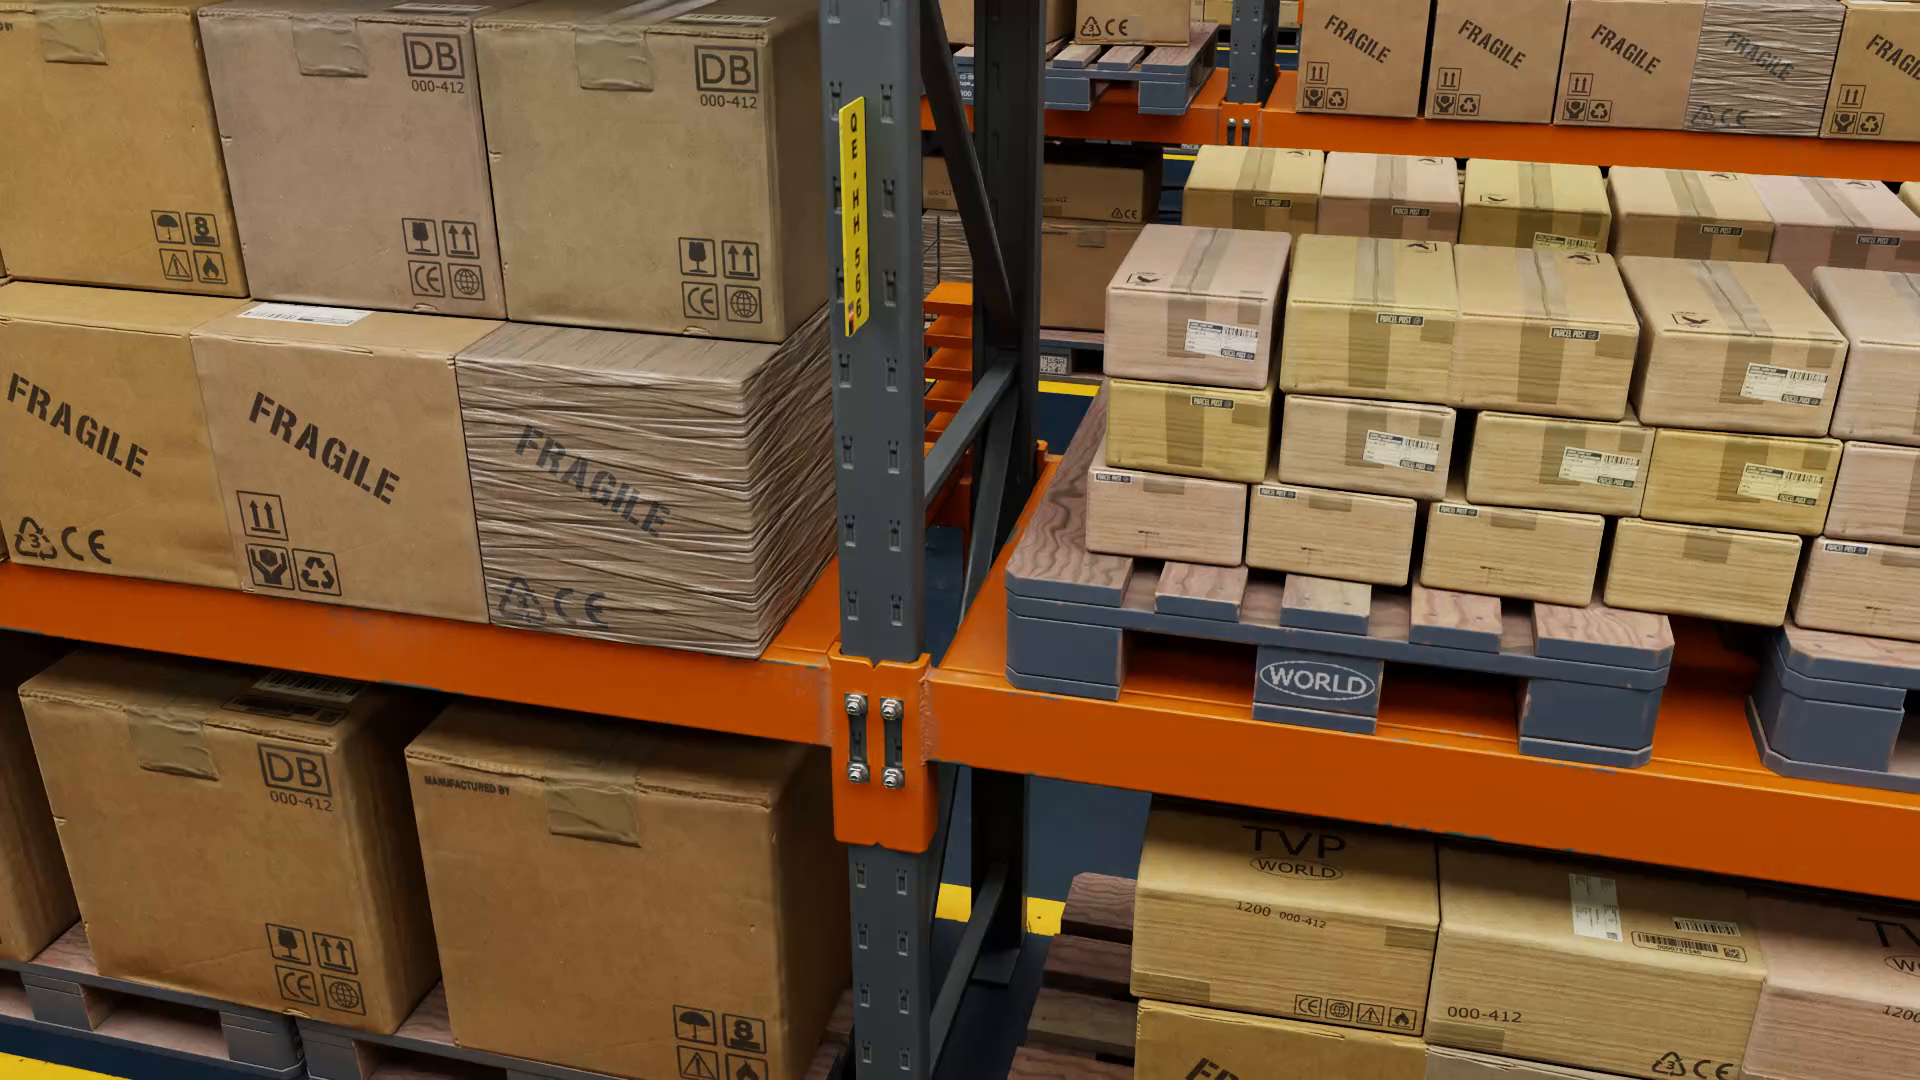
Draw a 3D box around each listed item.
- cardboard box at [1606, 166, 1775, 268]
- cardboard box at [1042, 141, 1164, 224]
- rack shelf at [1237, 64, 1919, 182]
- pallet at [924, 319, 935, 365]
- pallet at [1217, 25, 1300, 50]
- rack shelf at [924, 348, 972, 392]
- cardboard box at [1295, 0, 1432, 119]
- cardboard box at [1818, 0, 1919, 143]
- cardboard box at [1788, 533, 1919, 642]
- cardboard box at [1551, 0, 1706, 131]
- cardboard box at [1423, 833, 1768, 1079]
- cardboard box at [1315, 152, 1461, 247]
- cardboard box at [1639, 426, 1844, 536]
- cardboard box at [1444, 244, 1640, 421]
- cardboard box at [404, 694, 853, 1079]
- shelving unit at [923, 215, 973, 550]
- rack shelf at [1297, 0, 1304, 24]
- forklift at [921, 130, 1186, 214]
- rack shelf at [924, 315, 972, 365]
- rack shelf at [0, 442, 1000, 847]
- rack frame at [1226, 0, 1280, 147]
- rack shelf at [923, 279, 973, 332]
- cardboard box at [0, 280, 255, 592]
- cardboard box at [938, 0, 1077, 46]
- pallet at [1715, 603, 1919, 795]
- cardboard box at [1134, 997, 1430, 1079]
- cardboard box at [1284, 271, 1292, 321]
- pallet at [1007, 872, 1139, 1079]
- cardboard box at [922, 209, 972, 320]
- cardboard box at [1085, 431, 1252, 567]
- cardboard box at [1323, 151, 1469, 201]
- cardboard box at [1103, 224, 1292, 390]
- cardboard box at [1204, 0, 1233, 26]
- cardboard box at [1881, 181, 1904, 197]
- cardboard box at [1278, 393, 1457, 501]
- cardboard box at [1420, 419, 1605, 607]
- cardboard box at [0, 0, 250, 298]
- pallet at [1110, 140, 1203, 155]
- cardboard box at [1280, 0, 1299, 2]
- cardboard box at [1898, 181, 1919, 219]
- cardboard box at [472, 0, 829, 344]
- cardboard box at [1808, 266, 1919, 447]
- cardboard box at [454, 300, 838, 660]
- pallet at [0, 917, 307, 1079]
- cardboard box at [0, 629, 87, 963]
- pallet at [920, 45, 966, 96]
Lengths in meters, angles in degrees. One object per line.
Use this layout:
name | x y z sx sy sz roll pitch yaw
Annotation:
cardboard box | 1.329 -0.569 3.067 0.250 0.149 0.380 7 26 15
cardboard box | 0.662 -1.691 7.835 0.500 0.250 0.500 7 26 15
rack shelf | 3.255 -1.684 7.134 4.000 0.370 1.077 6 26 13
pallet | -0.616 -1.179 8.482 1.213 0.211 1.003 6 26 13
pallet | 3.001 -5.192 16.909 1.213 0.211 1.003 6 26 13
rack shelf | -0.014 -0.612 5.963 0.180 0.103 0.258 6 26 13
cardboard box | 1.721 -2.102 7.060 0.500 0.500 0.500 7 26 15
cardboard box | 3.686 -1.885 6.603 0.500 0.500 0.500 6 26 12
cardboard box | 1.409 0.000 2.563 0.250 0.149 0.380 7 26 15
cardboard box | 2.718 -1.995 6.834 0.500 0.500 0.500 6 26 12
cardboard box | 1.083 0.661 2.920 0.500 0.250 0.500 6 26 12
cardboard box | 0.816 -0.624 3.183 0.250 0.149 0.380 6 26 12
cardboard box | 1.170 -0.161 2.557 0.250 0.149 0.380 6 26 13
cardboard box | 0.881 -0.327 2.560 0.250 0.149 0.380 6 26 13
cardboard box | -0.583 0.555 3.723 0.750 0.750 1.050 6 26 12
shelving unit | -0.014 -0.543 5.995 0.189 1.200 0.258 6 26 13
rack shelf | 0.614 -4.174 12.365 4.000 0.370 1.077 6 26 13
forklift | -0.016 -3.363 9.903 3.031 2.935 1.130 7 26 14
rack shelf | -0.014 -0.720 5.911 0.180 0.103 0.258 6 26 13
rack shelf | -1.952 -0.058 3.719 4.000 0.370 1.077 6 26 13
rack frame | 1.318 -2.223 7.429 0.127 3.000 1.000 6 26 13
rack shelf | -0.014 -0.828 5.860 0.180 0.103 0.258 6 26 13
cardboard box | -1.485 -0.258 3.185 0.500 0.500 0.500 6 26 12
cardboard box | 0.219 -2.517 7.442 0.500 0.500 0.700 10 27 21
pallet | 1.912 0.113 2.746 1.213 0.211 1.003 6 26 13
cardboard box | 0.606 0.952 3.180 0.500 0.500 0.500 5 26 11
cardboard box | 0.577 -0.516 3.301 0.250 0.149 0.380 7 26 14
pallet | 0.741 1.175 3.537 1.213 0.211 1.003 6 26 13
cardboard box | 0.124 -1.410 8.119 0.500 0.500 0.700 4 26 9
cardboard box | 0.368 -0.113 2.801 0.250 0.149 0.380 6 26 12
cardboard box | 1.981 -1.370 7.622 0.875 0.875 1.225 5 26 11
cardboard box | 0.388 -0.383 2.676 0.250 0.149 0.380 6 26 13
cardboard box | 2.718 -5.303 16.609 0.500 0.250 0.500 6 26 12
cardboard box | 3.701 -1.180 7.223 0.875 0.875 1.225 5 26 11
cardboard box | 0.666 -0.216 2.671 0.250 0.149 0.380 8 26 15
cardboard box | 0.889 -0.055 2.680 0.250 0.149 0.380 8 27 16
cardboard box | -1.435 -0.825 3.214 0.500 0.500 0.700 6 26 12
pallet | 1.811 -3.125 12.568 1.213 0.211 1.003 6 26 13
cardboard box | 3.220 -5.501 16.373 0.500 0.311 0.500 7 26 14
cardboard box | 1.825 -0.512 2.948 0.250 0.149 0.380 8 26 16
cardboard box | -0.448 -0.717 2.988 0.500 0.500 0.700 6 26 13
cardboard box | 1.400 -0.271 2.441 0.250 0.149 0.380 8 26 15
cardboard box | -0.518 -0.150 2.960 0.500 0.500 0.500 6 26 13
pallet | -1.938 0.843 4.233 1.213 0.211 1.003 6 26 13
cardboard box | -2.332 0.363 4.126 0.750 0.750 1.050 6 26 13
pallet | -0.609 -2.331 7.880 1.213 0.211 1.003 6 26 13
